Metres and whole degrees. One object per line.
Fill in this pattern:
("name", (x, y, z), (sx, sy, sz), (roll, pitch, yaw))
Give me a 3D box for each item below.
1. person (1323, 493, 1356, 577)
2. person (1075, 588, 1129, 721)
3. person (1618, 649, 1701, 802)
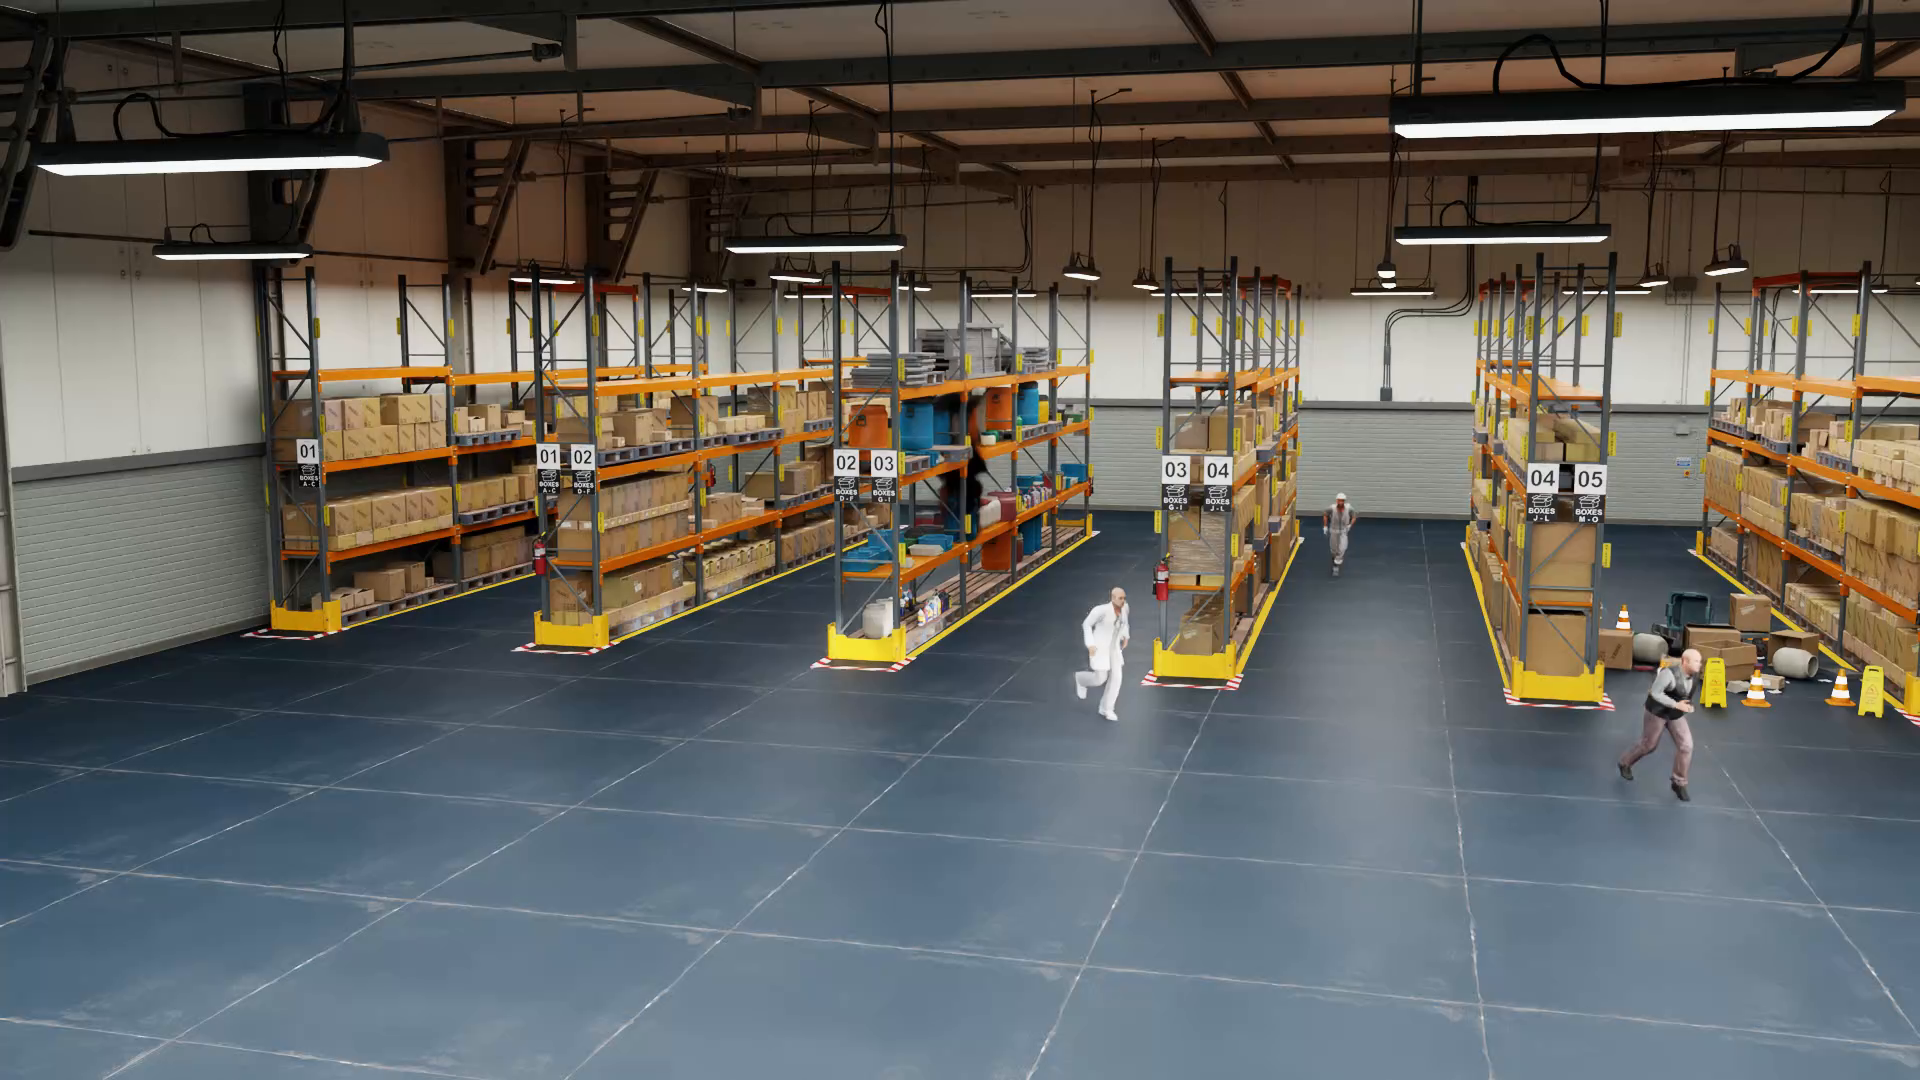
("person", (7.734, -0.126, 33.932), (0.655, 1.717, 0.842), (1, 7, 5))
("person", (1.834, 1.439, 21.665), (0.714, 1.730, 0.909), (-6, 9, -39))
("person", (7.588, 1.942, 18.020), (0.701, 1.682, 0.994), (-4, 8, -27))
